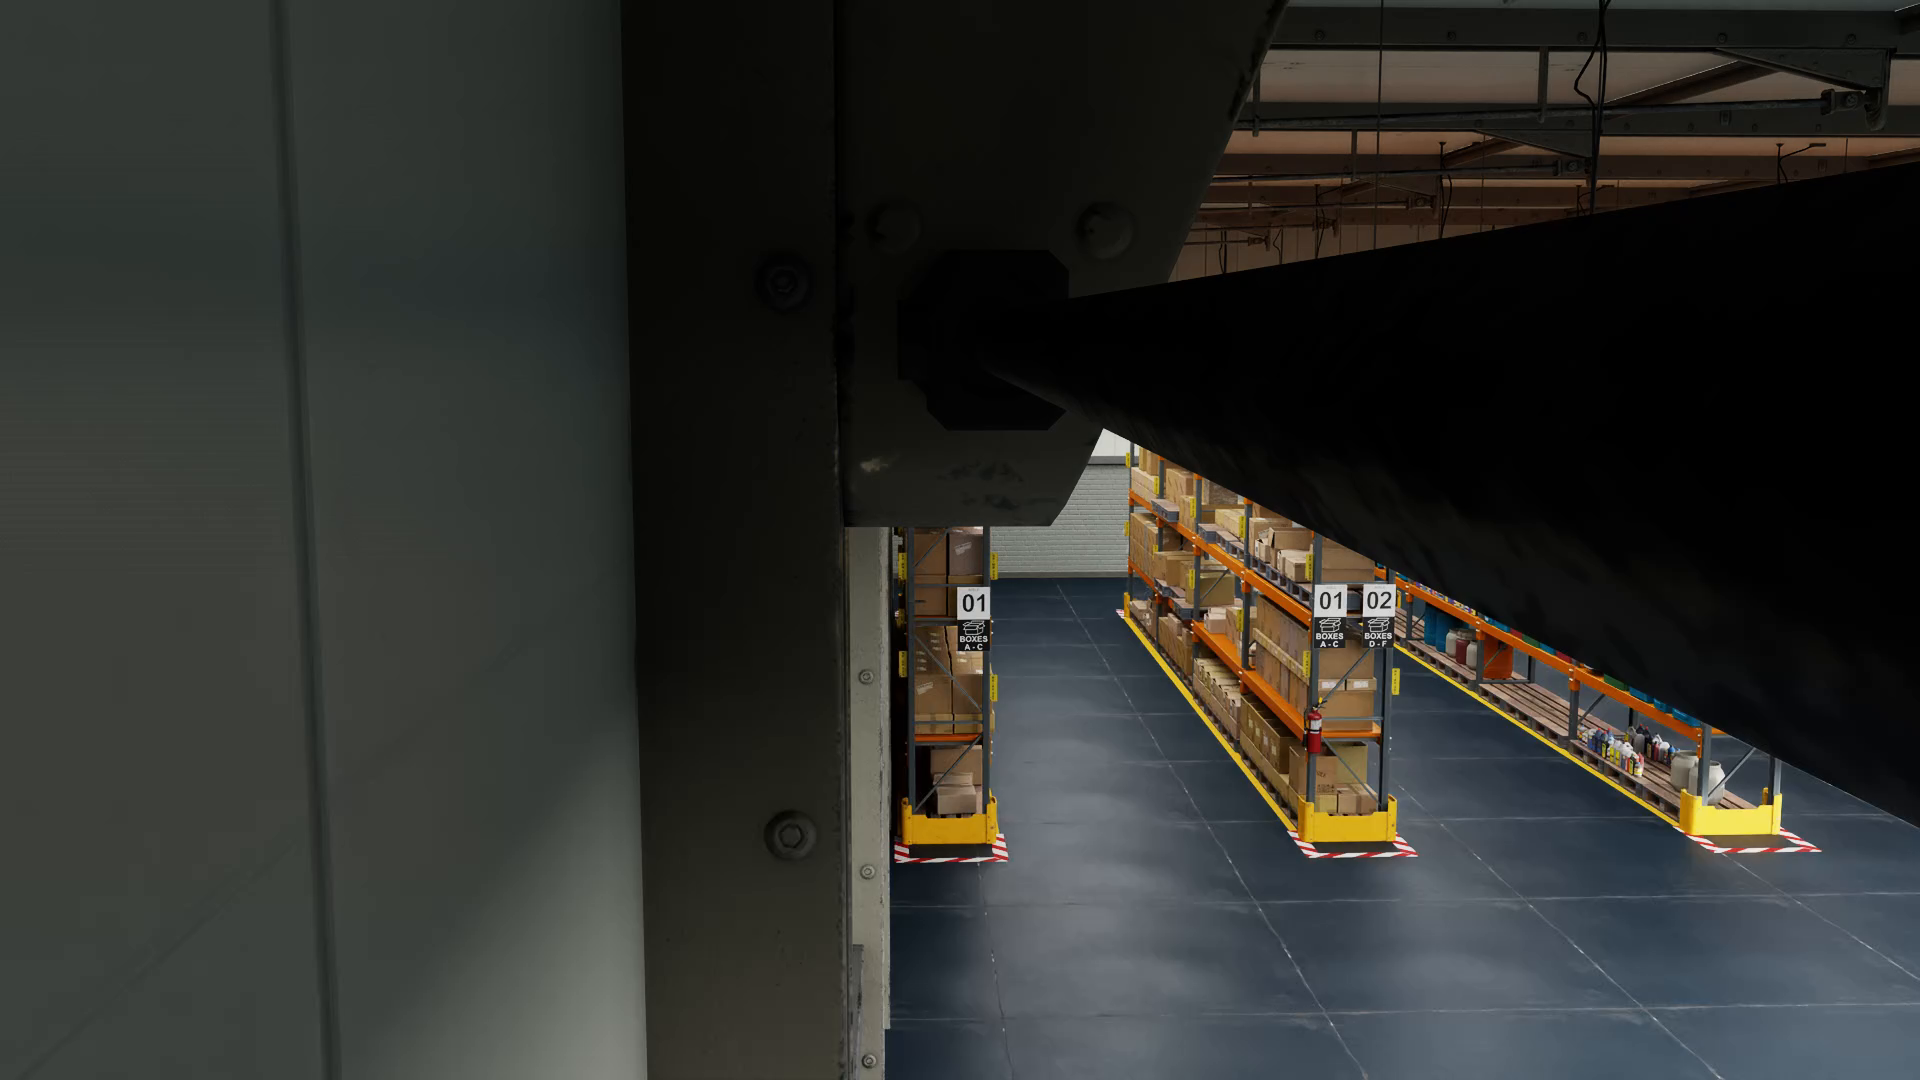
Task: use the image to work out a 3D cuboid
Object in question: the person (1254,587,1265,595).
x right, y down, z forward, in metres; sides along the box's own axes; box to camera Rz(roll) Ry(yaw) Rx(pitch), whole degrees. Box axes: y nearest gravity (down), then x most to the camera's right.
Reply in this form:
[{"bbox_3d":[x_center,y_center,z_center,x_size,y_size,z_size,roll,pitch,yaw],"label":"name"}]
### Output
[{"bbox_3d":[6.351,1.073,34.063,0.704,1.749,0.991,-1,7,-11],"label":"person"}]
